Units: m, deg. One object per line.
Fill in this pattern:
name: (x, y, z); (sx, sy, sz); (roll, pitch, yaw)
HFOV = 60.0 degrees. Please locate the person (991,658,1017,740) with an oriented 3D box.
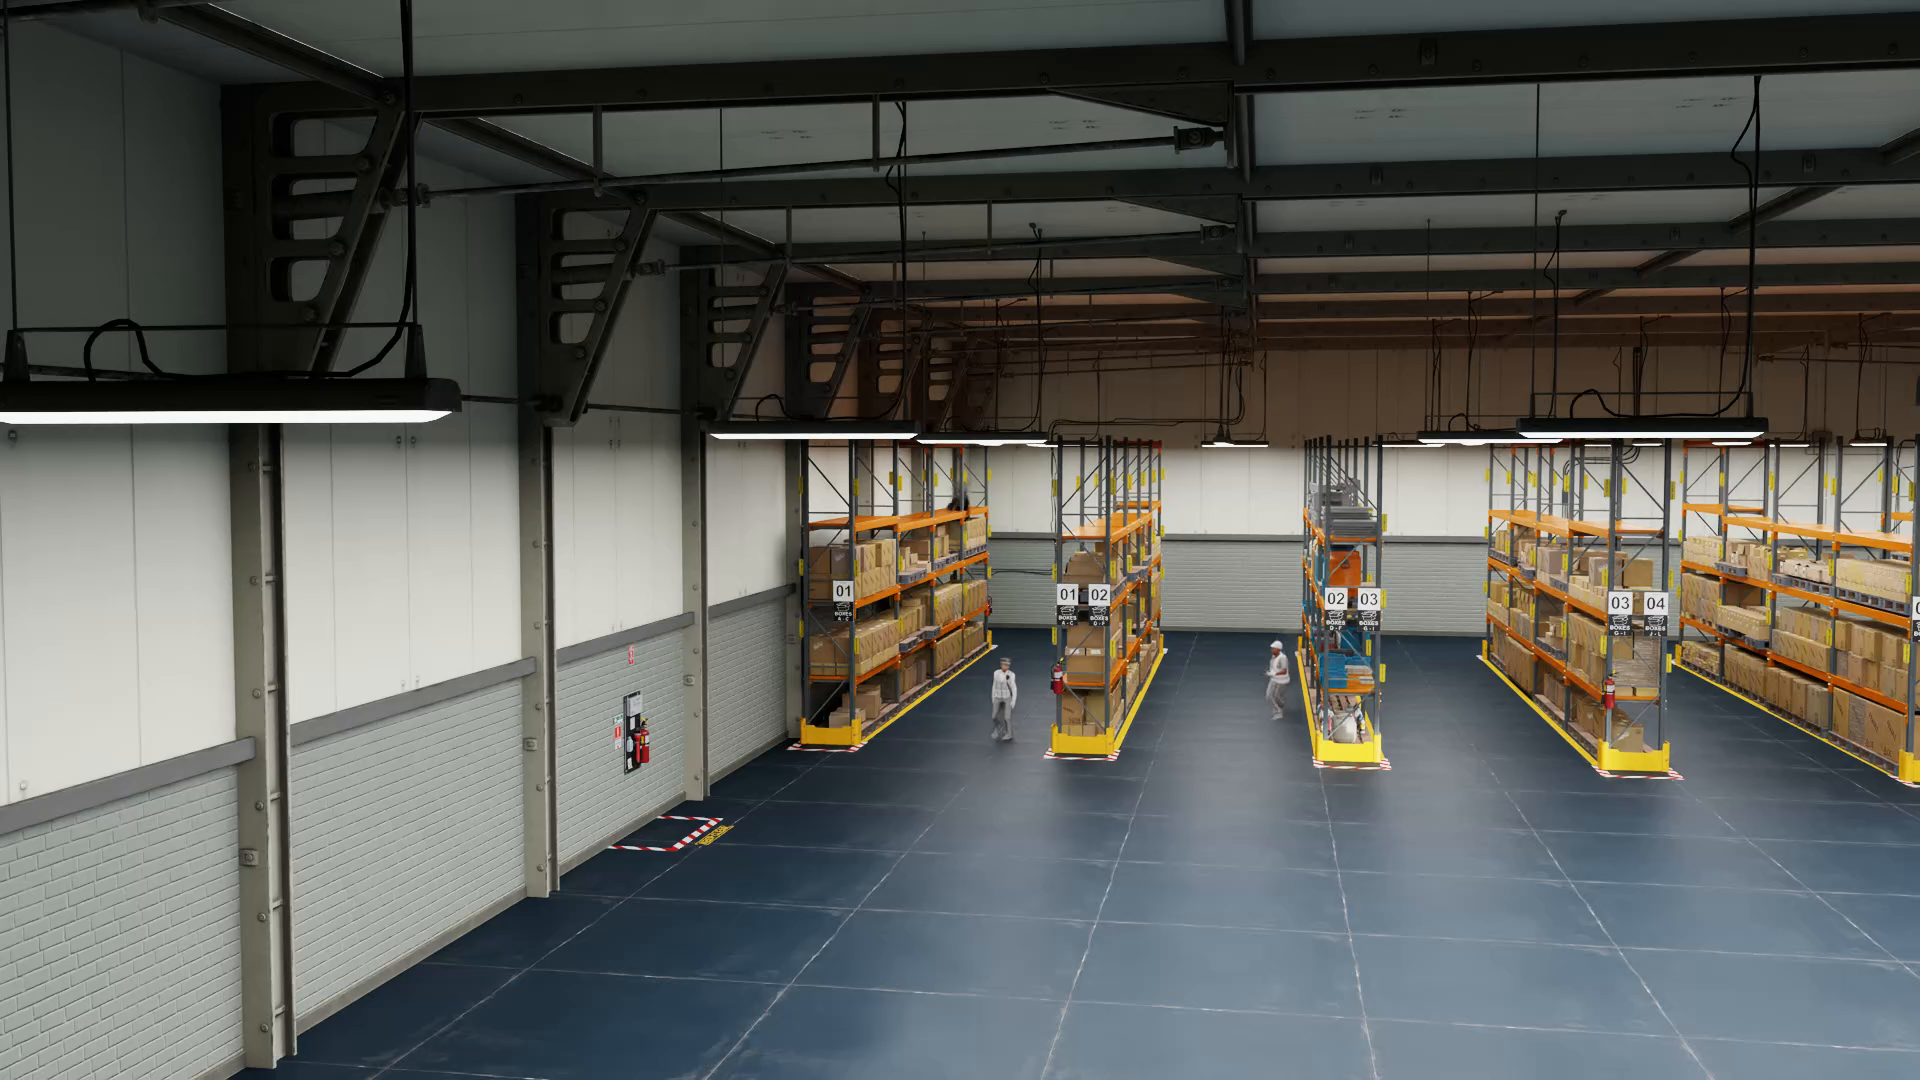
person: (0.860, 3.121, 32.722); (0.541, 1.634, 0.445); (1, 3, 15)

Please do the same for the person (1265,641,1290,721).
person: (6.776, 2.987, 35.330); (0.663, 1.715, 0.805); (-2, 4, -30)
